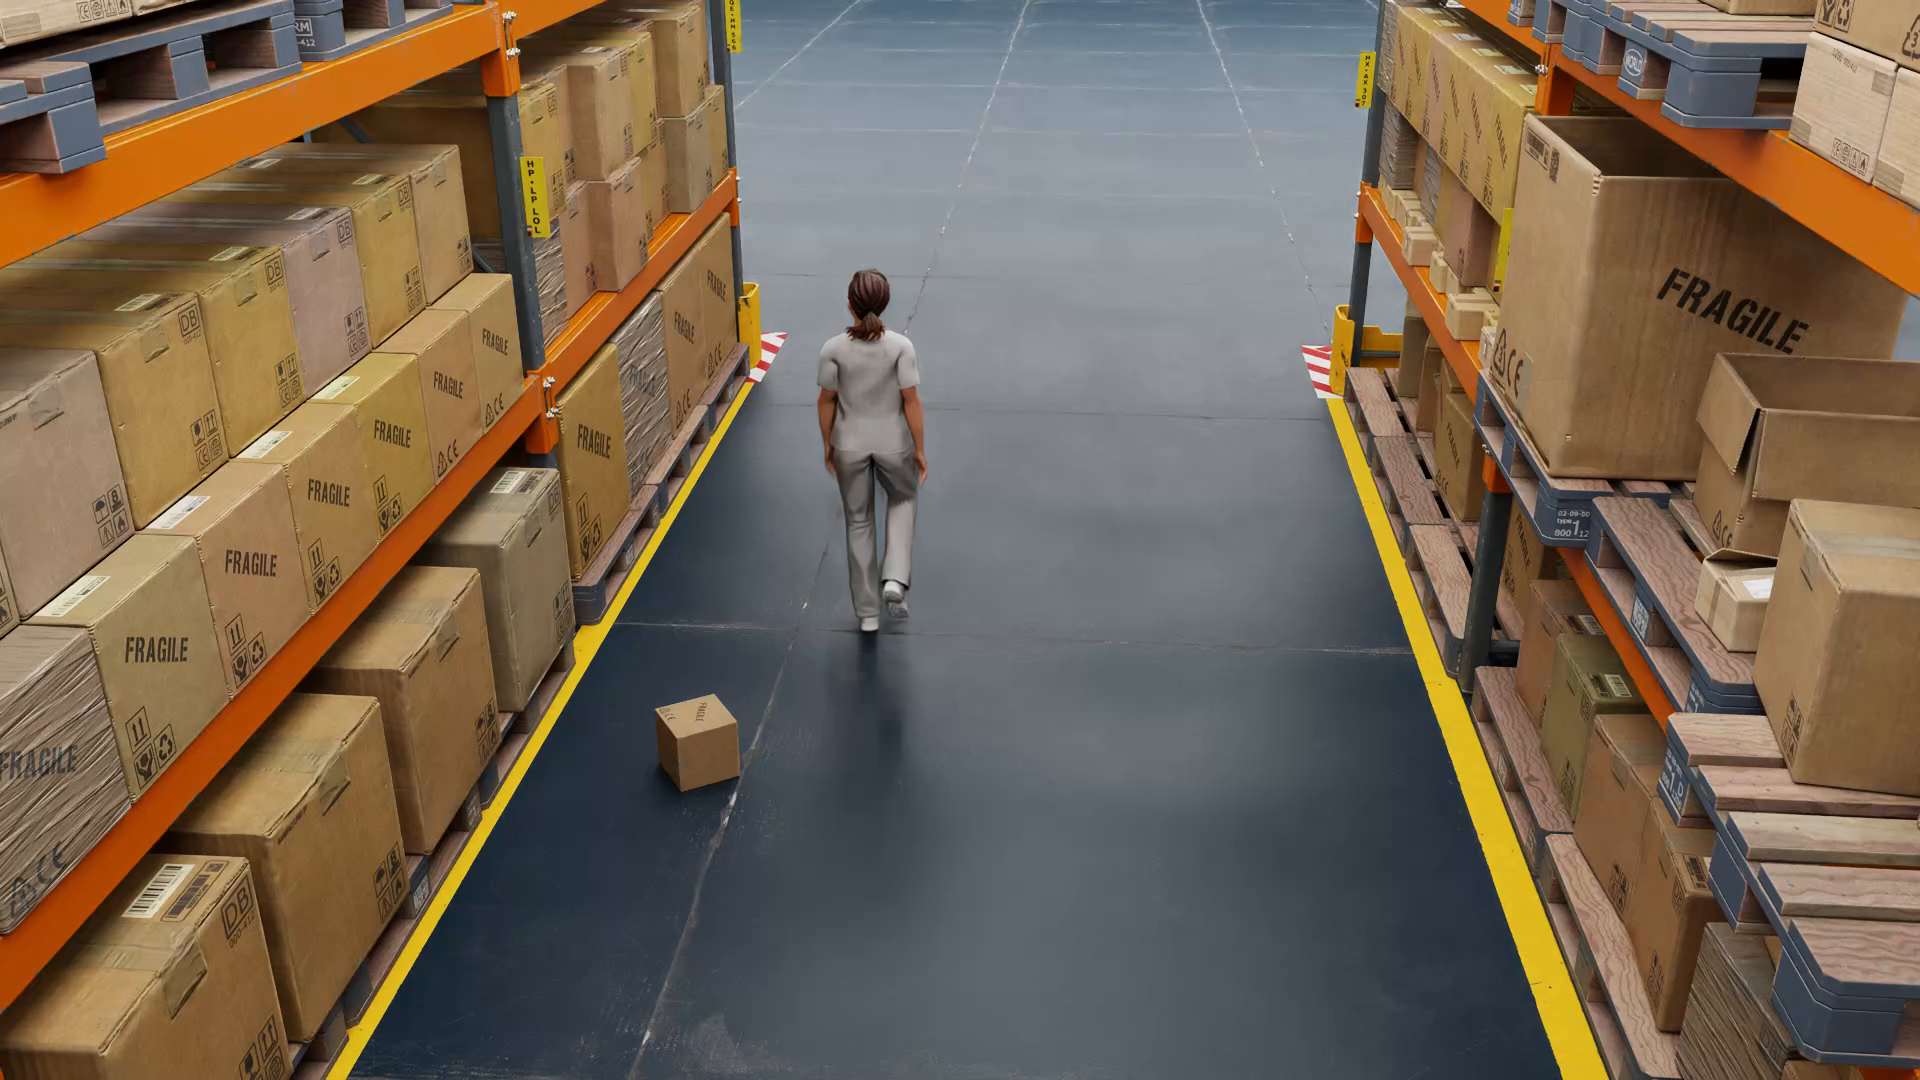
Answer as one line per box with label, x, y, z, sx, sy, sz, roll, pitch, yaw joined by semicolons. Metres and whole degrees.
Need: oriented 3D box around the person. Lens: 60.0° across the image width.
person;-0.392;-0.406;7.438;0.477;1.672;0.437;-2;25;-4
